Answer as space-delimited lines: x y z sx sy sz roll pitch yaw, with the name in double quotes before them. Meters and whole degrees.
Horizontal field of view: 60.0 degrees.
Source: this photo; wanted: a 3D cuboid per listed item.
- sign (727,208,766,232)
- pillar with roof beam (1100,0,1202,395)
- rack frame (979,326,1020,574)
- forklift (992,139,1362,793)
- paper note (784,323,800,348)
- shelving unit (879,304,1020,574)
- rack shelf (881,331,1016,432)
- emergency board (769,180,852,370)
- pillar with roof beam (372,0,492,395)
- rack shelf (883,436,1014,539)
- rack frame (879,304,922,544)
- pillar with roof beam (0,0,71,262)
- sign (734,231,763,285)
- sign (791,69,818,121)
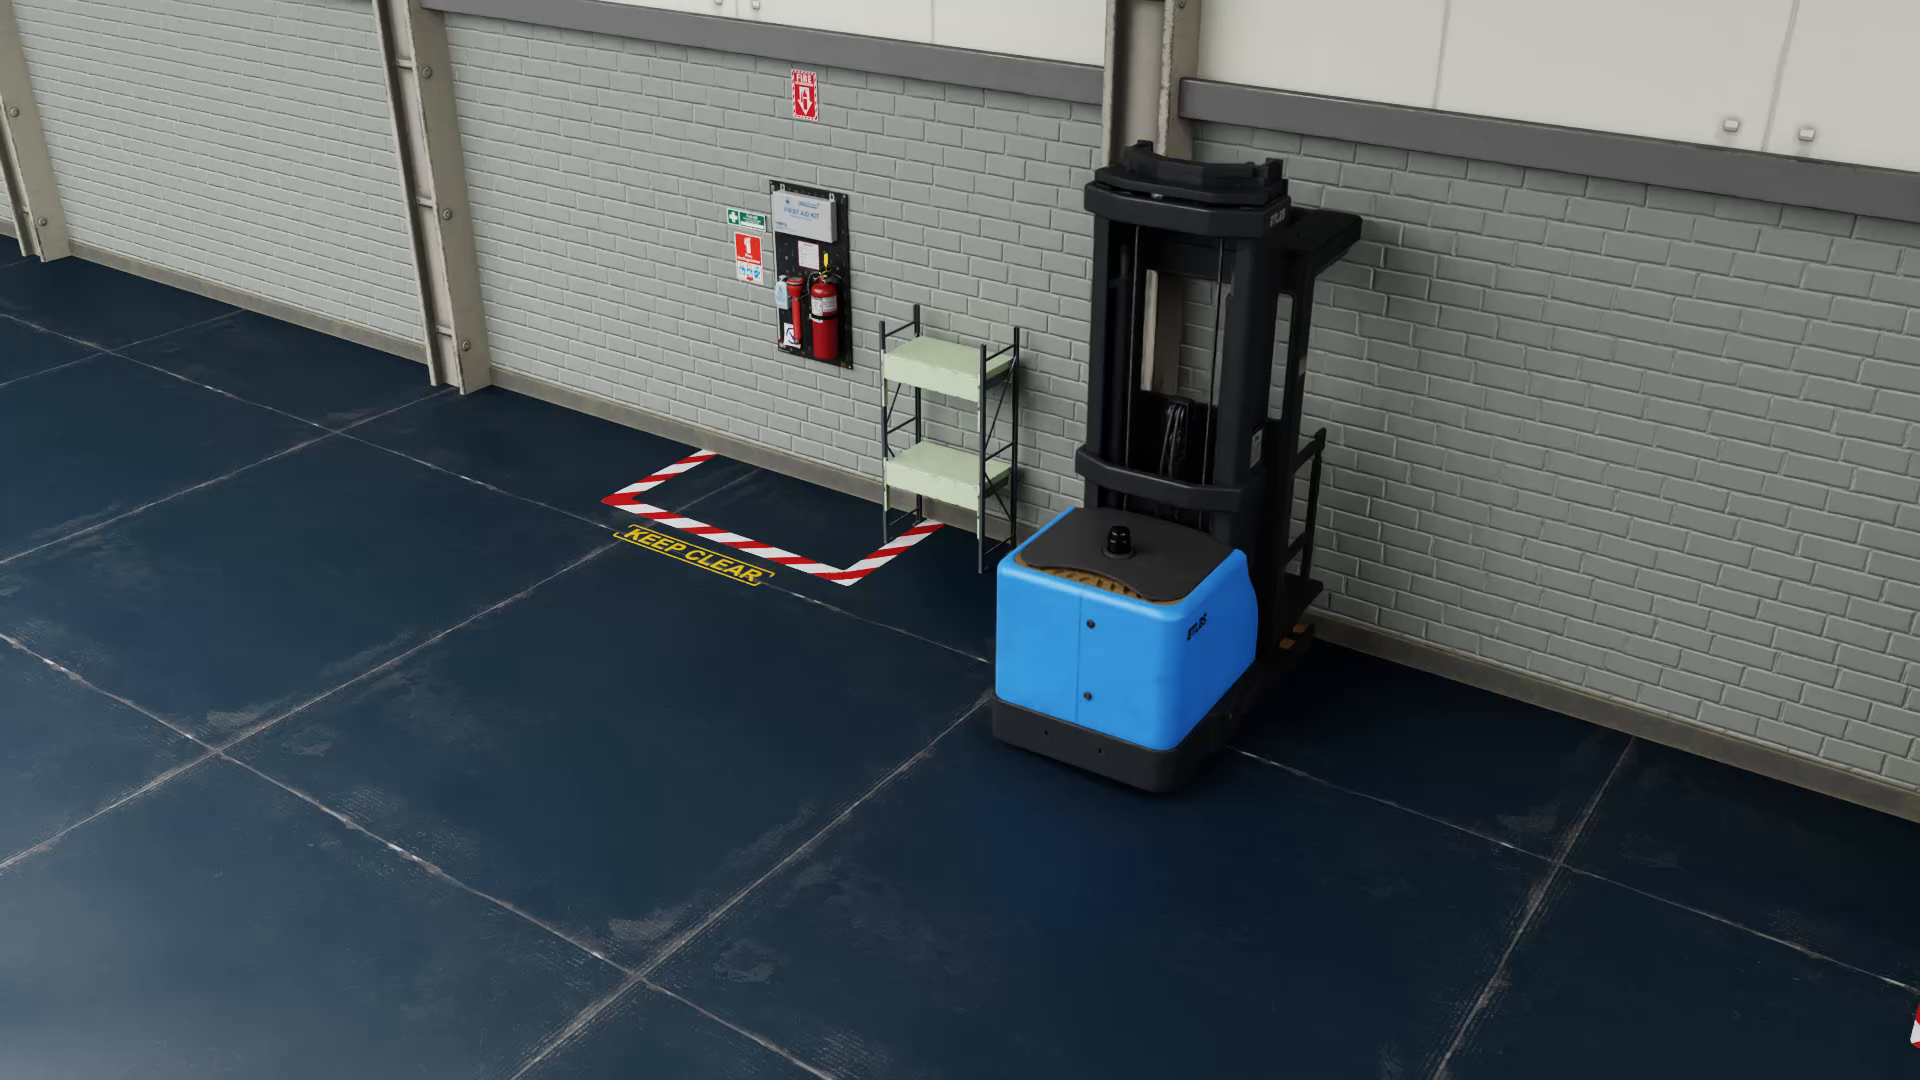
"sign" -1.411 -2.113 10.971 0.331 0.109 0.001 17 32 30
"pillar with roof beam" -1.435 -2.100 4.955 0.400 9.000 9.100 17 32 30
"rack frame" 0.237 -0.535 10.147 0.023 1.500 0.400 17 32 30
"forklift" 1.369 -0.692 8.877 1.130 2.935 3.031 16 31 28
"paper note" -1.120 -1.364 11.093 0.142 0.148 0.016 17 32 30
"shelving unit" -0.066 -0.628 10.330 0.755 1.500 0.431 17 32 30
"rack shelf" -0.066 -0.976 10.153 0.720 0.370 0.431 17 32 30
"emergency board" -1.013 -1.685 10.754 0.643 1.169 0.194 17 32 30
"pillar with roof beam" -6.380 -3.641 7.983 0.400 9.000 9.100 17 32 30
"rack shelf" -0.066 -0.337 10.478 0.720 0.370 0.431 17 32 30
"rack frame" -0.369 -0.721 10.512 0.023 1.500 0.400 17 32 30
"pillar with roof beam" -11.326 -5.182 11.010 0.400 9.000 9.100 17 32 30
"sign" -1.410 -1.881 11.100 0.234 0.329 0.001 17 32 30
"sign" -0.963 -2.757 10.305 0.199 0.298 0.001 17 32 30
